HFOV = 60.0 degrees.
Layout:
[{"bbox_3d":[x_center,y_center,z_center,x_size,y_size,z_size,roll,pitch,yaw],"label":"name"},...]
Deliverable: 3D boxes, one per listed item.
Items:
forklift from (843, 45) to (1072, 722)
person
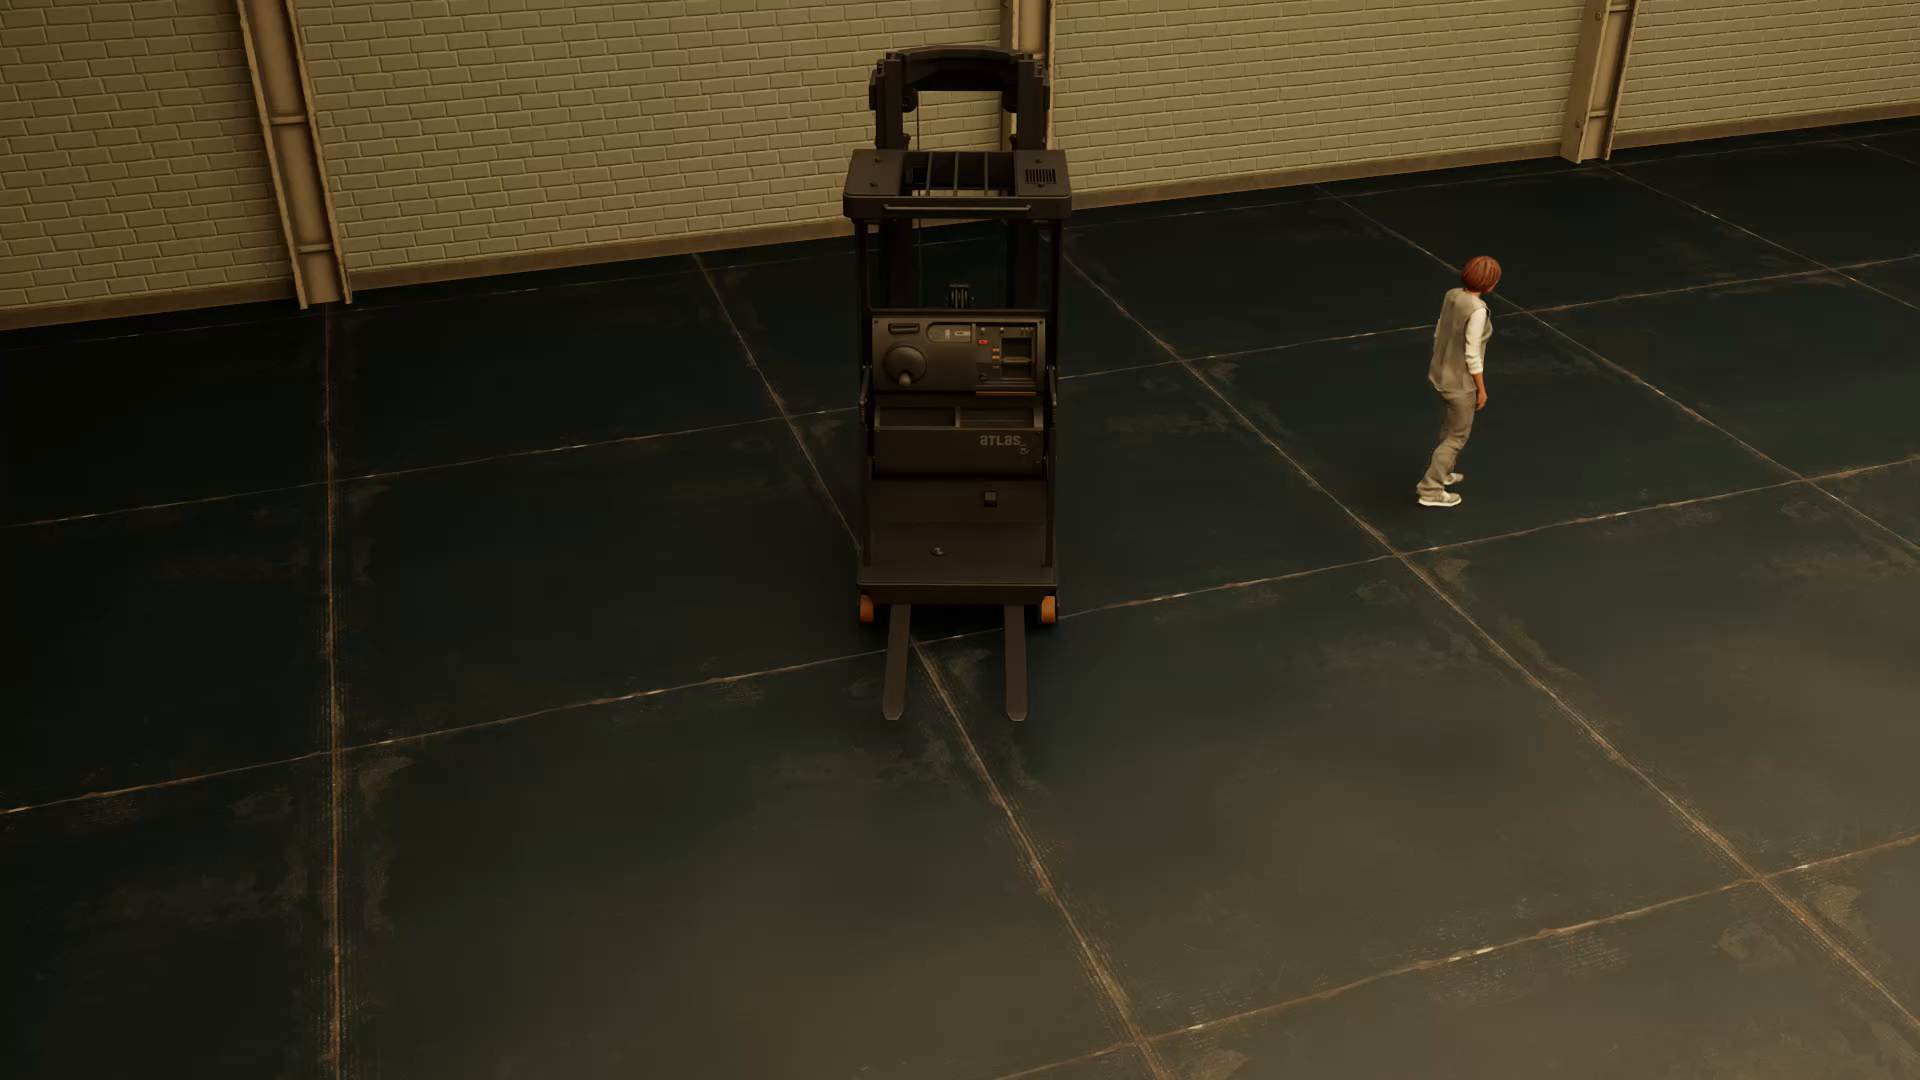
[{"bbox_3d":[-0.008,-0.958,8.753,1.130,2.935,3.031,0,30,1],"label":"forklift"},{"bbox_3d":[3.055,-0.956,10.125,0.447,1.611,0.489,-4,30,-7],"label":"person"}]
